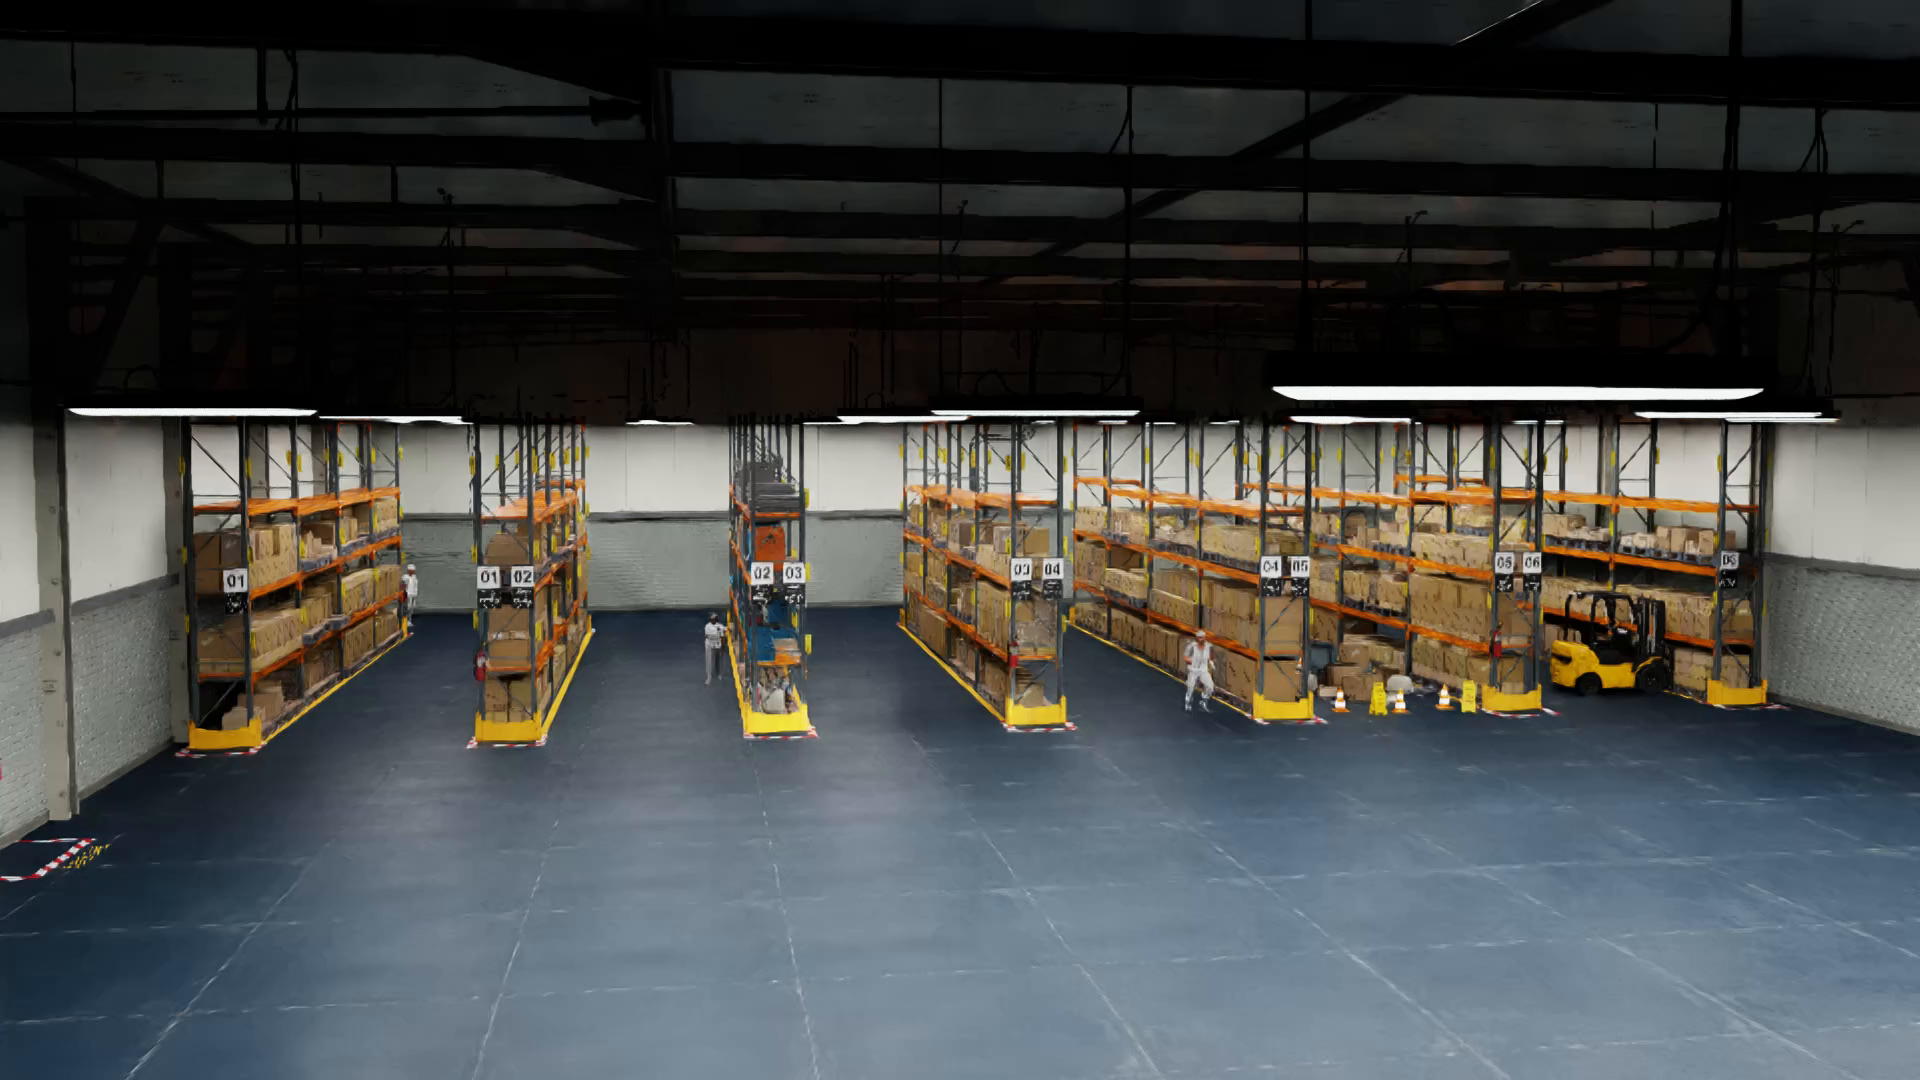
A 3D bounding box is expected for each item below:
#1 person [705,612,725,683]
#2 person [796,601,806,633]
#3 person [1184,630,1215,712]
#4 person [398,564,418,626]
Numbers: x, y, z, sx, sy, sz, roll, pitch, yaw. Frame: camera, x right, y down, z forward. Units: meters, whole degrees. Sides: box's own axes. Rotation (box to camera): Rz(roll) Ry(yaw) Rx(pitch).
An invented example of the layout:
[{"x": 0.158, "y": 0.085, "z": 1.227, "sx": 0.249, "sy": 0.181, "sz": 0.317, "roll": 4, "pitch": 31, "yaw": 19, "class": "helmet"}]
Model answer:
[{"x": -5.487, "y": 2.382, "z": 37.215, "sx": 0.450, "sy": 1.583, "sz": 1.092, "roll": 0, "pitch": 4, "yaw": -6, "class": "person"}, {"x": -4.456, "y": 1.812, "z": 45.493, "sx": 0.502, "sy": 1.621, "sz": 0.997, "roll": -1, "pitch": 4, "yaw": -10, "class": "person"}, {"x": 4.789, "y": 2.621, "z": 33.158, "sx": 0.684, "sy": 1.712, "sz": 0.820, "roll": 0, "pitch": 4, "yaw": -4, "class": "person"}, {"x": -15.816, "y": 1.592, "z": 47.578, "sx": 0.469, "sy": 1.773, "sz": 0.715, "roll": 1, "pitch": 4, "yaw": 18, "class": "person"}]
